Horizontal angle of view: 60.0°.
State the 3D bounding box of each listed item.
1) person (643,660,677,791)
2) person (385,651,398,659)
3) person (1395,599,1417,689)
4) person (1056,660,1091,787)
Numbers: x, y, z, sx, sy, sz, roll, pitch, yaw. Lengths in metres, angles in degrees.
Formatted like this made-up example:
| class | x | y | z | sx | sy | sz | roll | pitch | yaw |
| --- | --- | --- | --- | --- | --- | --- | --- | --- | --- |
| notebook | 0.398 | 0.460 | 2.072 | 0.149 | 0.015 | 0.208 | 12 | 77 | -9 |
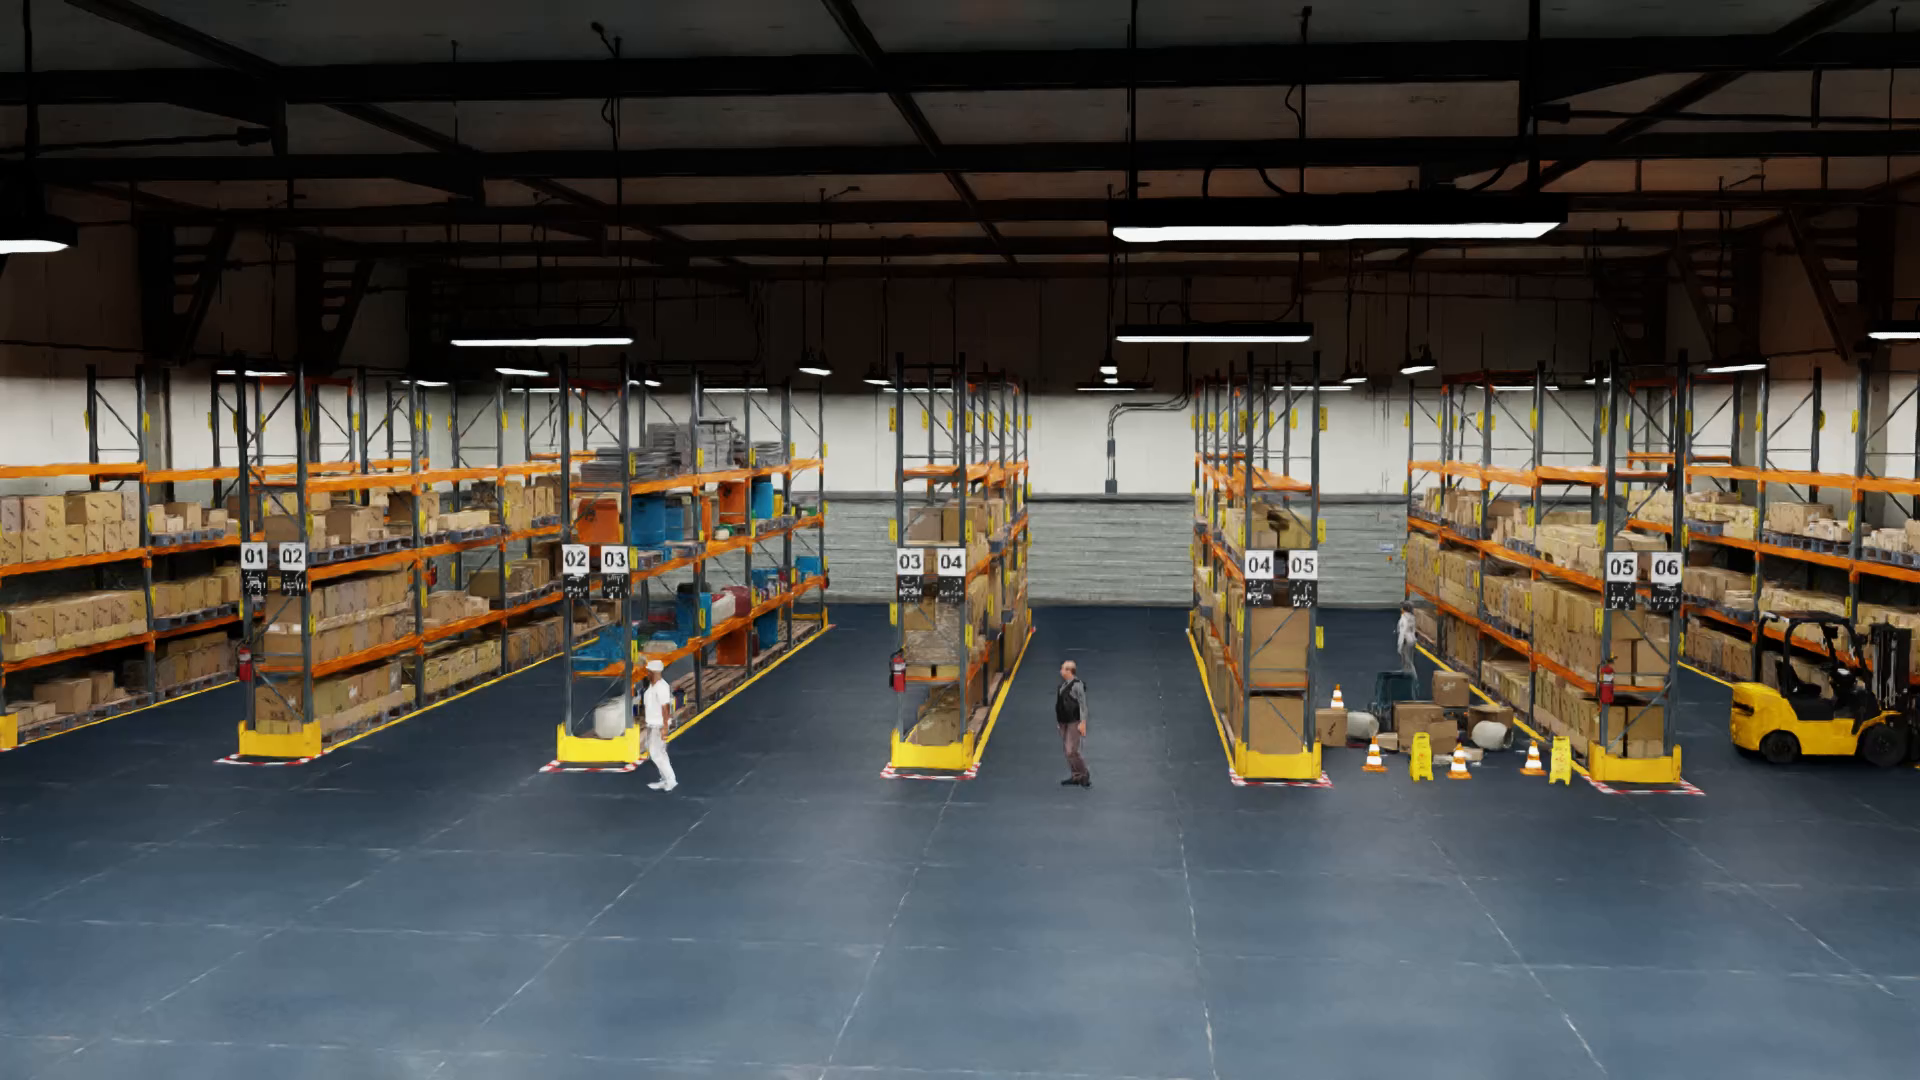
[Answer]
| class | x | y | z | sx | sy | sz | roll | pitch | yaw |
| --- | --- | --- | --- | --- | --- | --- | --- | --- | --- |
| person | -4.078 | 2.507 | 22.593 | 0.399 | 1.760 | 0.652 | -2 | 4 | -22 |
| person | -11.248 | 1.773 | 33.120 | 0.444 | 1.733 | 0.593 | -2 | 4 | -25 |
| person | 8.326 | 1.944 | 31.128 | 0.543 | 1.664 | 0.585 | 2 | 5 | 31 |
| person | 1.549 | 2.517 | 22.828 | 0.389 | 1.708 | 0.643 | -2 | 5 | -26 |
